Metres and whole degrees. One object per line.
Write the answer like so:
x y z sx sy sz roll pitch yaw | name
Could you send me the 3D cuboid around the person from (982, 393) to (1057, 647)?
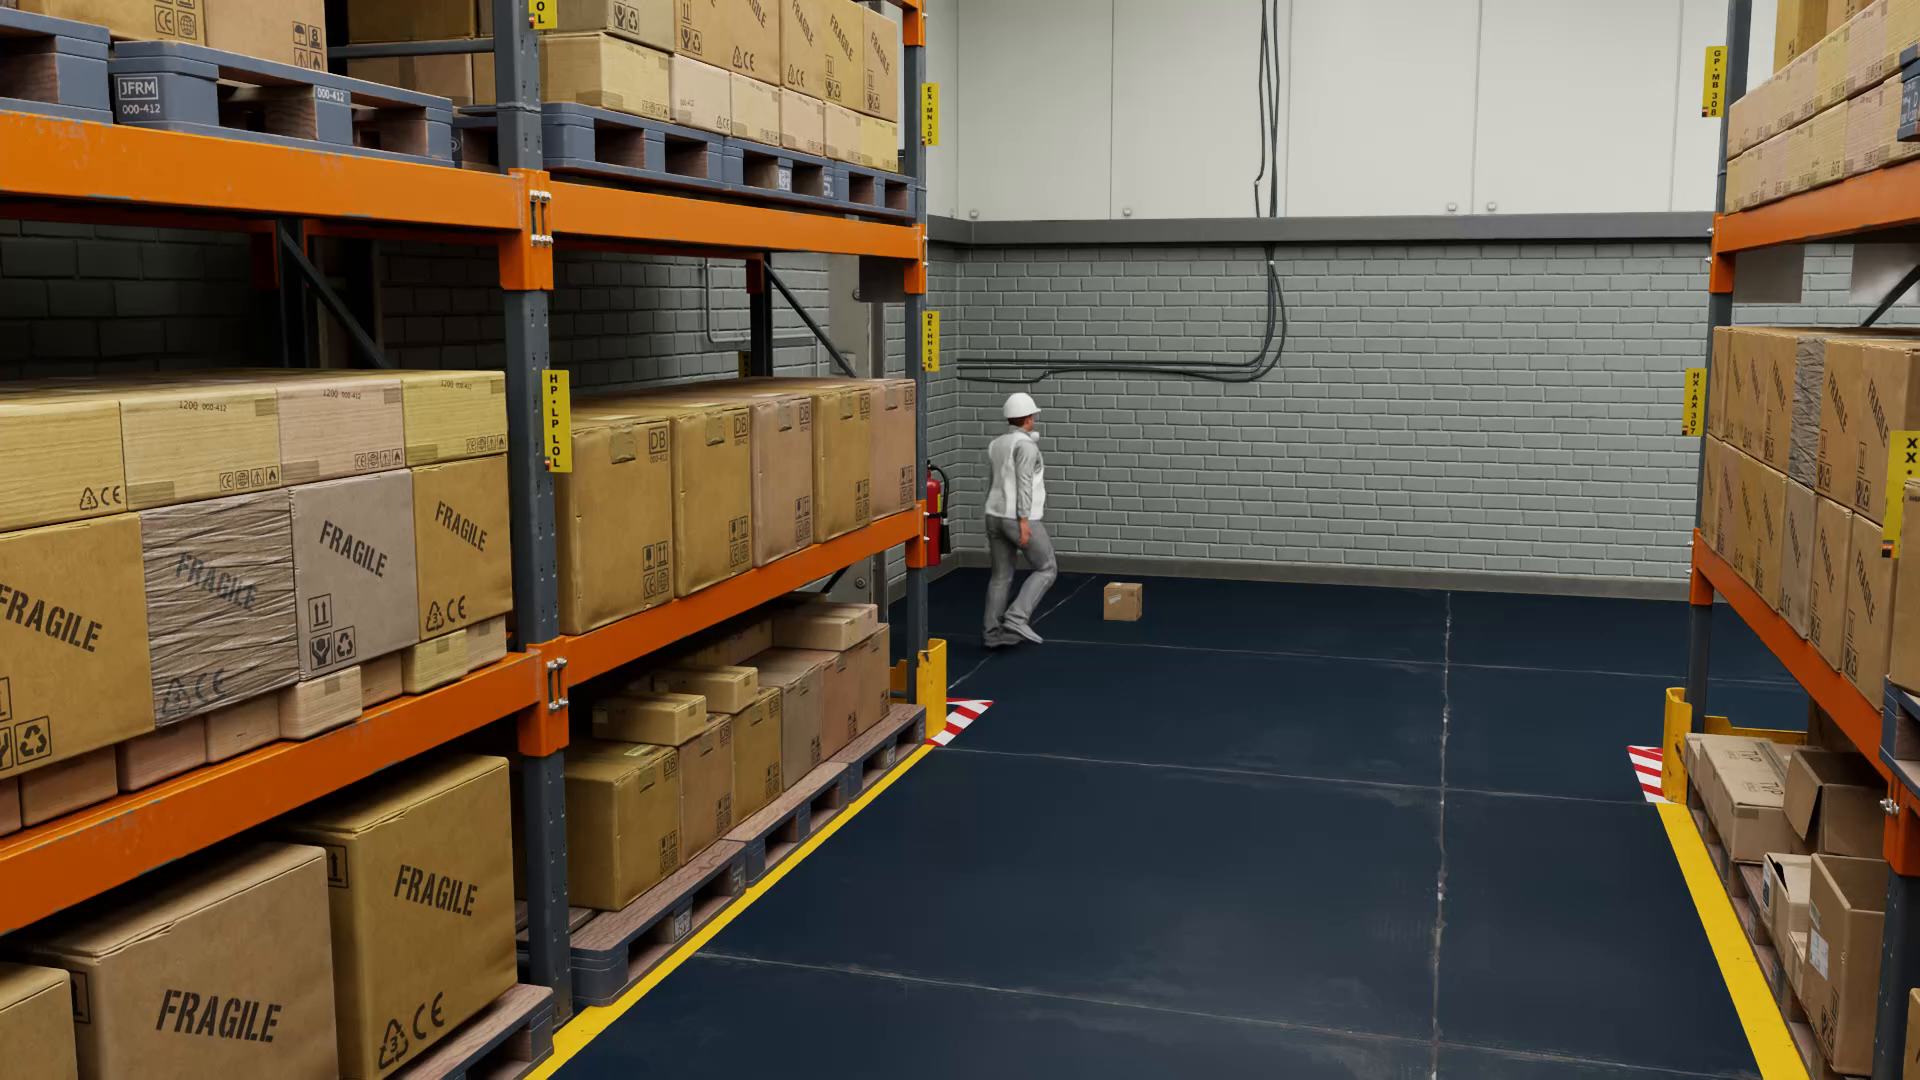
0.369 -0.142 11.591 0.514 1.758 0.566 -6 10 -35 | person
